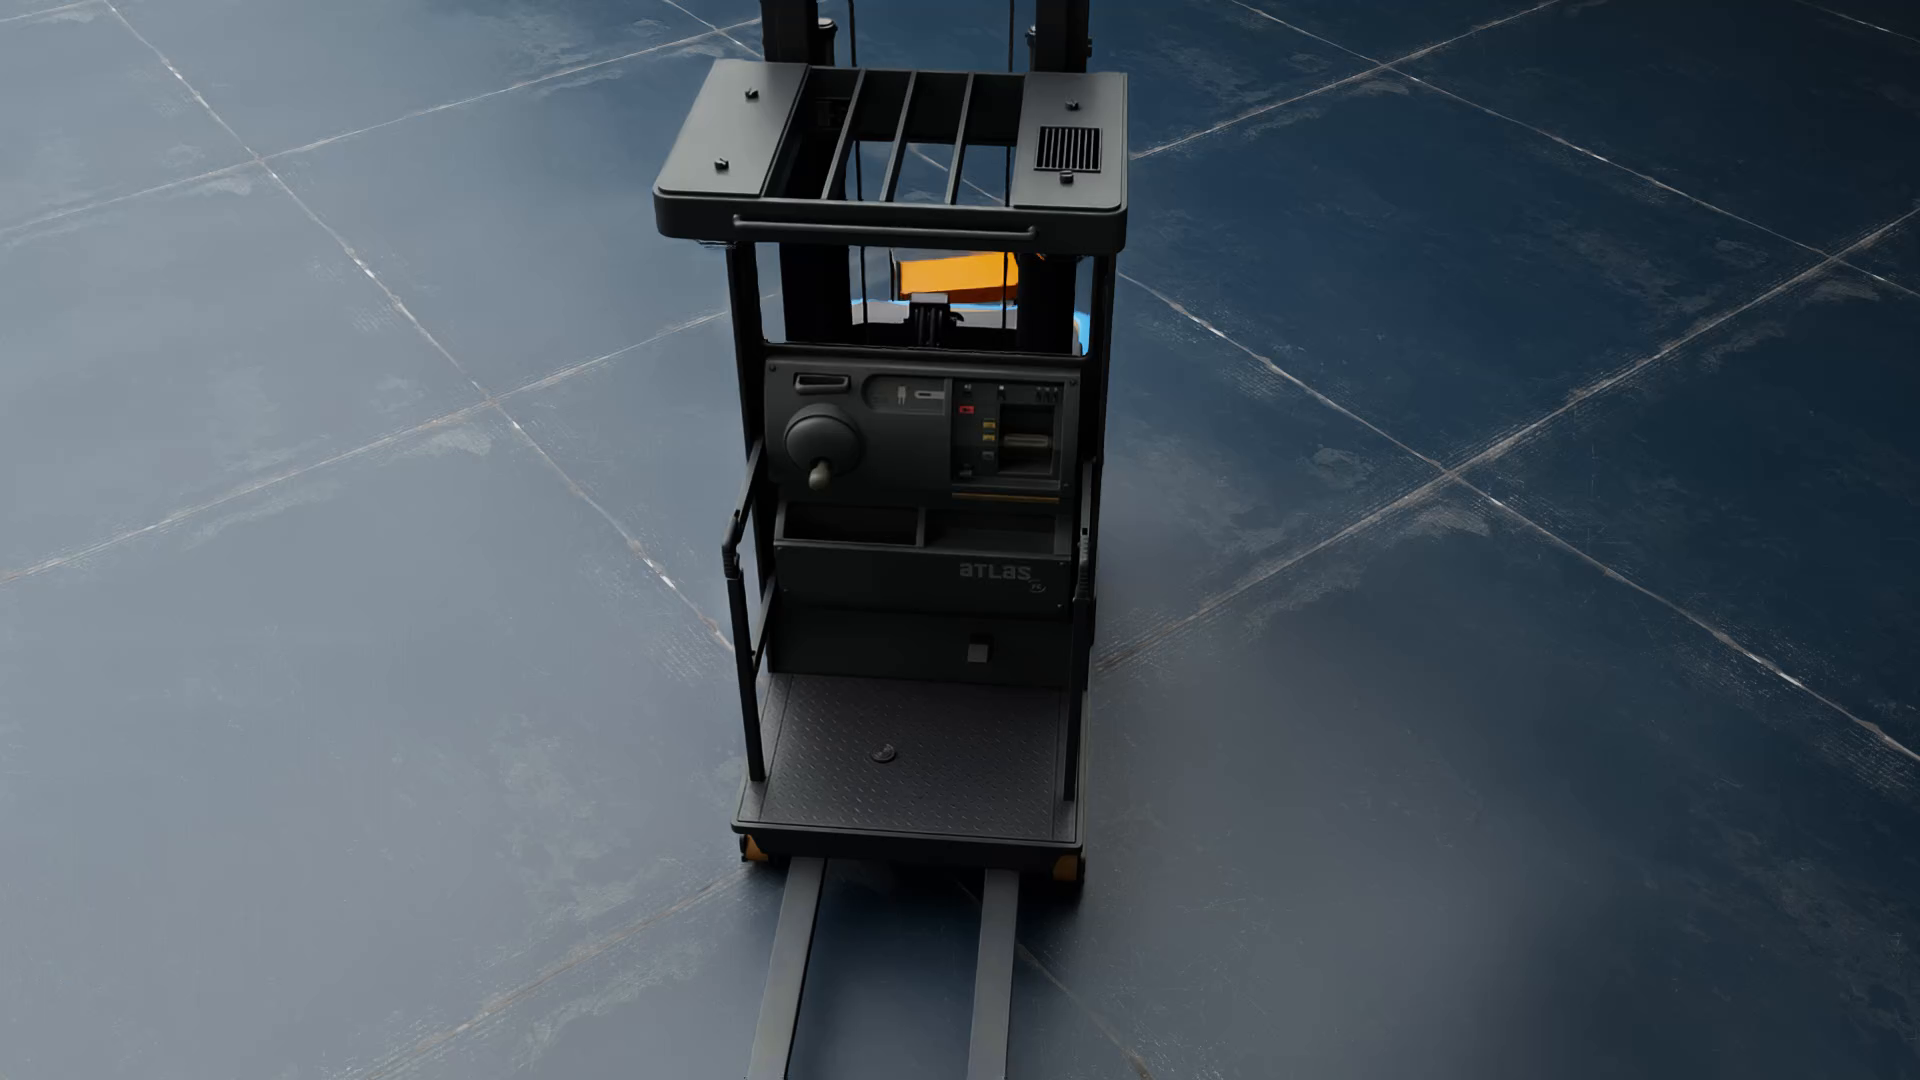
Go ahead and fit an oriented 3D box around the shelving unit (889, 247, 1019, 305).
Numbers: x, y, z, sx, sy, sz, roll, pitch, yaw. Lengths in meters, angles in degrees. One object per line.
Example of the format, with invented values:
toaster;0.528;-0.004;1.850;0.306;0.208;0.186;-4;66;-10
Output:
shelving unit;-0.004;-0.665;6.615;0.503;1.200;0.258;-6;40;-7

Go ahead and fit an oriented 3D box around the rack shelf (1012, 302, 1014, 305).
rack shelf;-0.004;-0.786;6.516;0.480;0.148;0.258;-6;40;-7

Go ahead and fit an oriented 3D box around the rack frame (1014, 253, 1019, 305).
rack frame;0.237;-0.689;6.644;0.015;1.200;0.240;-6;40;-7

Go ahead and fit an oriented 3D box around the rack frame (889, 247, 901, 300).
rack frame;-0.245;-0.642;6.586;0.015;1.200;0.240;-6;40;-7

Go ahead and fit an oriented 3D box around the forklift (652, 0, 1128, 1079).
forklift;-0.129;-0.251;4.745;1.130;2.935;3.031;3;39;4

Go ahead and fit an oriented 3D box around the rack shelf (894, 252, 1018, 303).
rack shelf;-0.004;-0.969;6.366;0.480;0.148;0.258;-6;40;-7
